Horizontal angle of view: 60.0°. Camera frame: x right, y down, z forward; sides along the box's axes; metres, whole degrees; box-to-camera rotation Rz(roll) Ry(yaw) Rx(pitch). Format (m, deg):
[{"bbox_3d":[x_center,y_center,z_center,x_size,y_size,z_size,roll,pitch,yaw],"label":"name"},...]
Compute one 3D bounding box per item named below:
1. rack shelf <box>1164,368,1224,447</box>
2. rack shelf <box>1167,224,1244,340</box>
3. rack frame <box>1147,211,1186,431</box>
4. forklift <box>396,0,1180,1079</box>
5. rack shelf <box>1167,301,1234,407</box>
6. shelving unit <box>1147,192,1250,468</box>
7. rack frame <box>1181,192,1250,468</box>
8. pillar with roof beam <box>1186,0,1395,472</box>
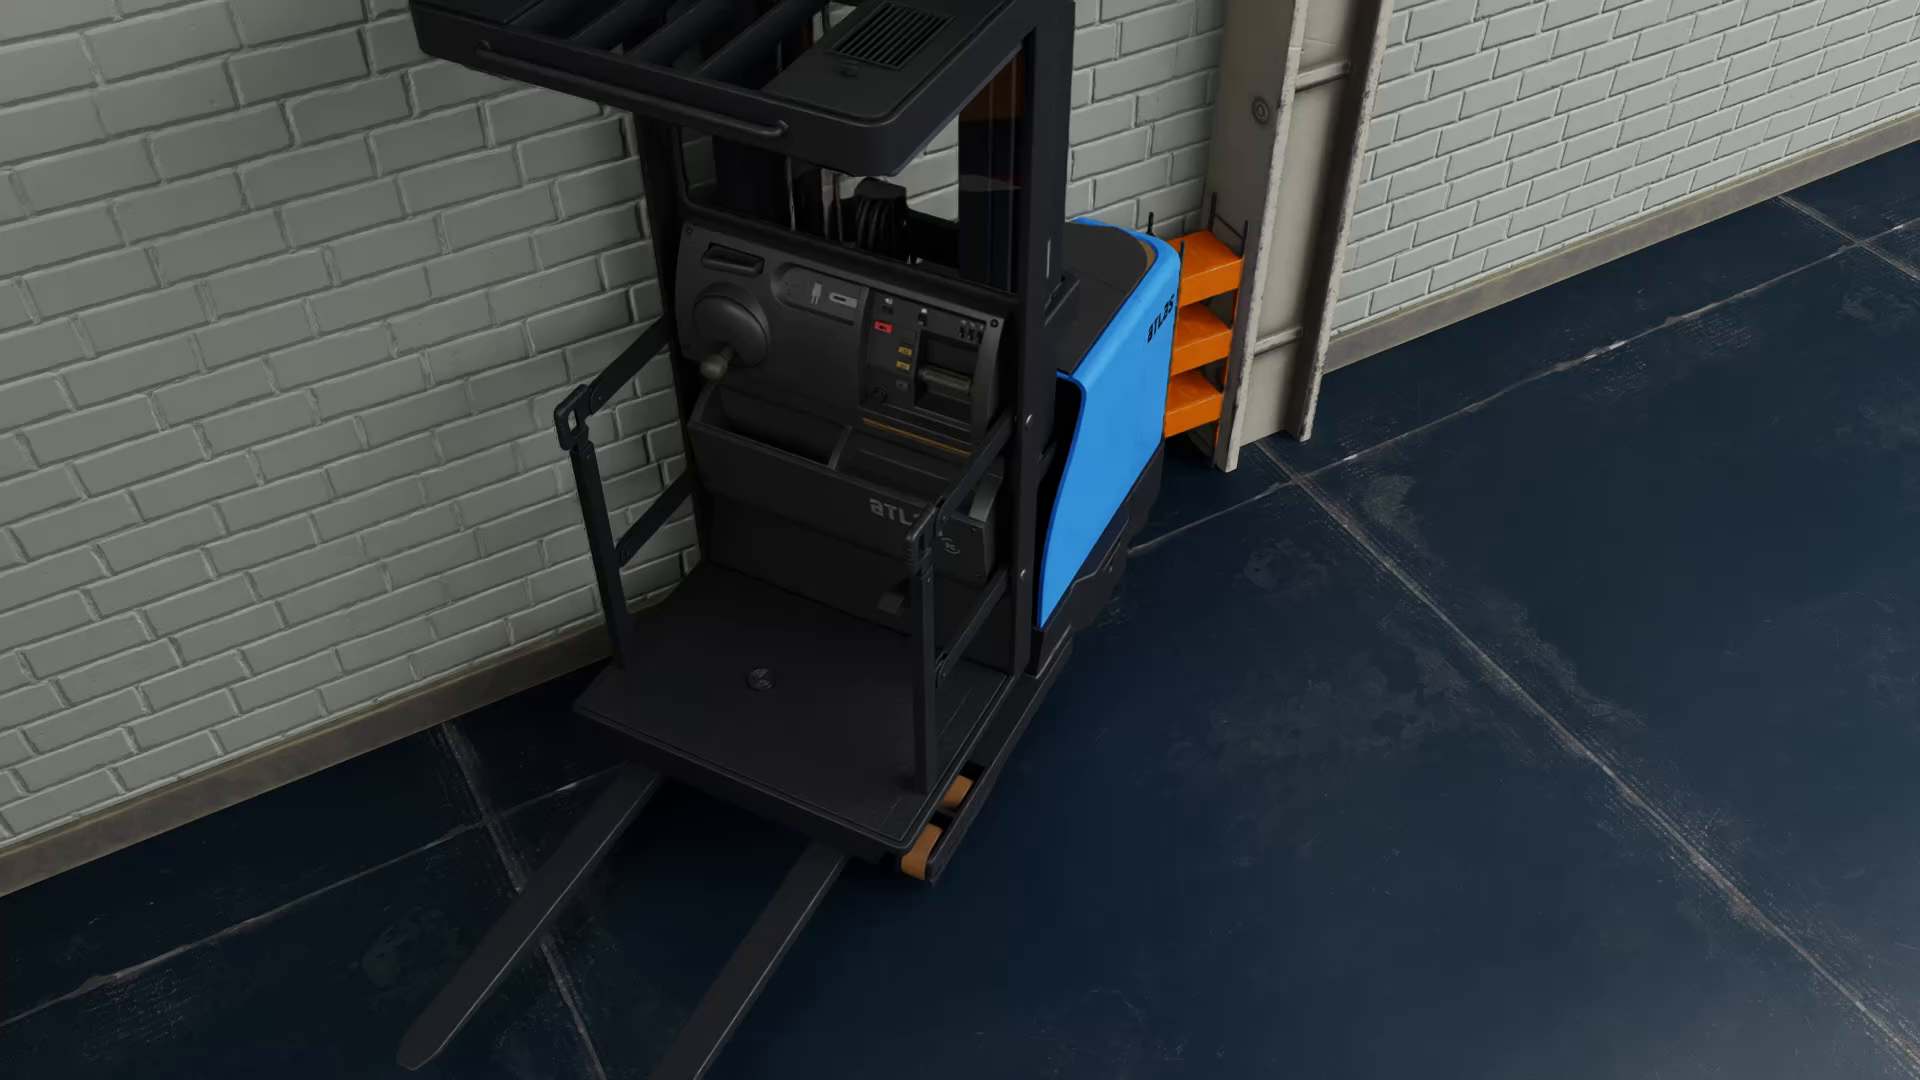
[{"bbox_3d":[0.761,-0.450,5.873,0.240,0.259,0.215,-21,48,-20],"label":"rack shelf"},{"bbox_3d":[0.763,-0.851,5.479,0.240,0.259,0.215,-21,48,-20],"label":"rack shelf"},{"bbox_3d":[0.655,-0.615,5.629,0.008,1.050,0.200,-21,48,-20],"label":"rack frame"},{"bbox_3d":[-0.415,-0.441,4.099,1.130,2.935,3.031,19,47,19],"label":"forklift"},{"bbox_3d":[0.762,-0.648,5.678,0.240,0.259,0.215,-21,48,-20],"label":"rack shelf"},{"bbox_3d":[0.762,-0.656,5.671,0.252,1.050,0.215,-21,48,-20],"label":"shelving unit"},{"bbox_3d":[0.870,-0.696,5.712,0.008,1.050,0.200,-21,48,-20],"label":"rack frame"},{"bbox_3d":[3.196,-1.033,0.353,0.400,9.000,9.100,-22,48,-21],"label":"pillar with roof beam"}]
